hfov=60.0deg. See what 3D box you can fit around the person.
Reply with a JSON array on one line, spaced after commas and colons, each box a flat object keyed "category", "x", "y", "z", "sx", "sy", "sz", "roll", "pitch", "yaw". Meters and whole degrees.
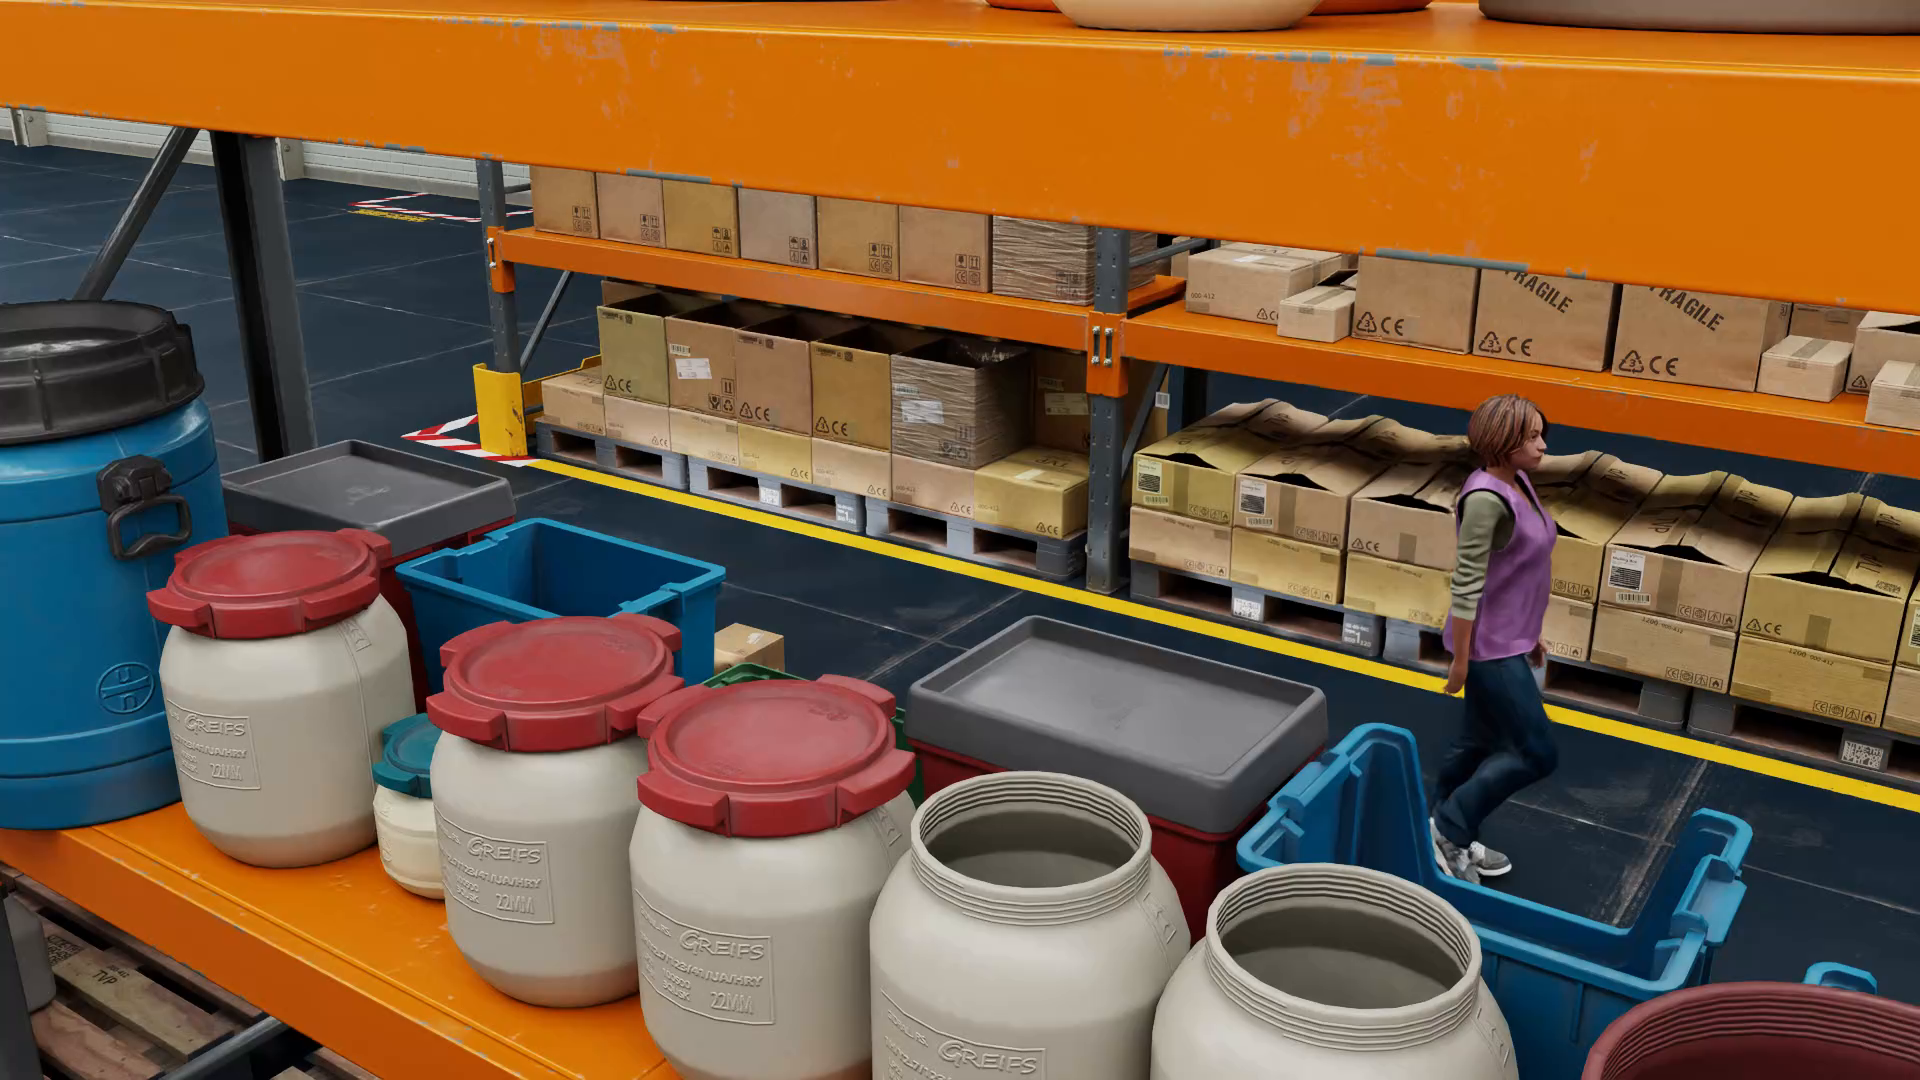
[{"category": "person", "x": 1.678, "y": 0.336, "z": 5.107, "sx": 0.402, "sy": 1.600, "sz": 0.414, "roll": 9, "pitch": 22, "yaw": 24}]
